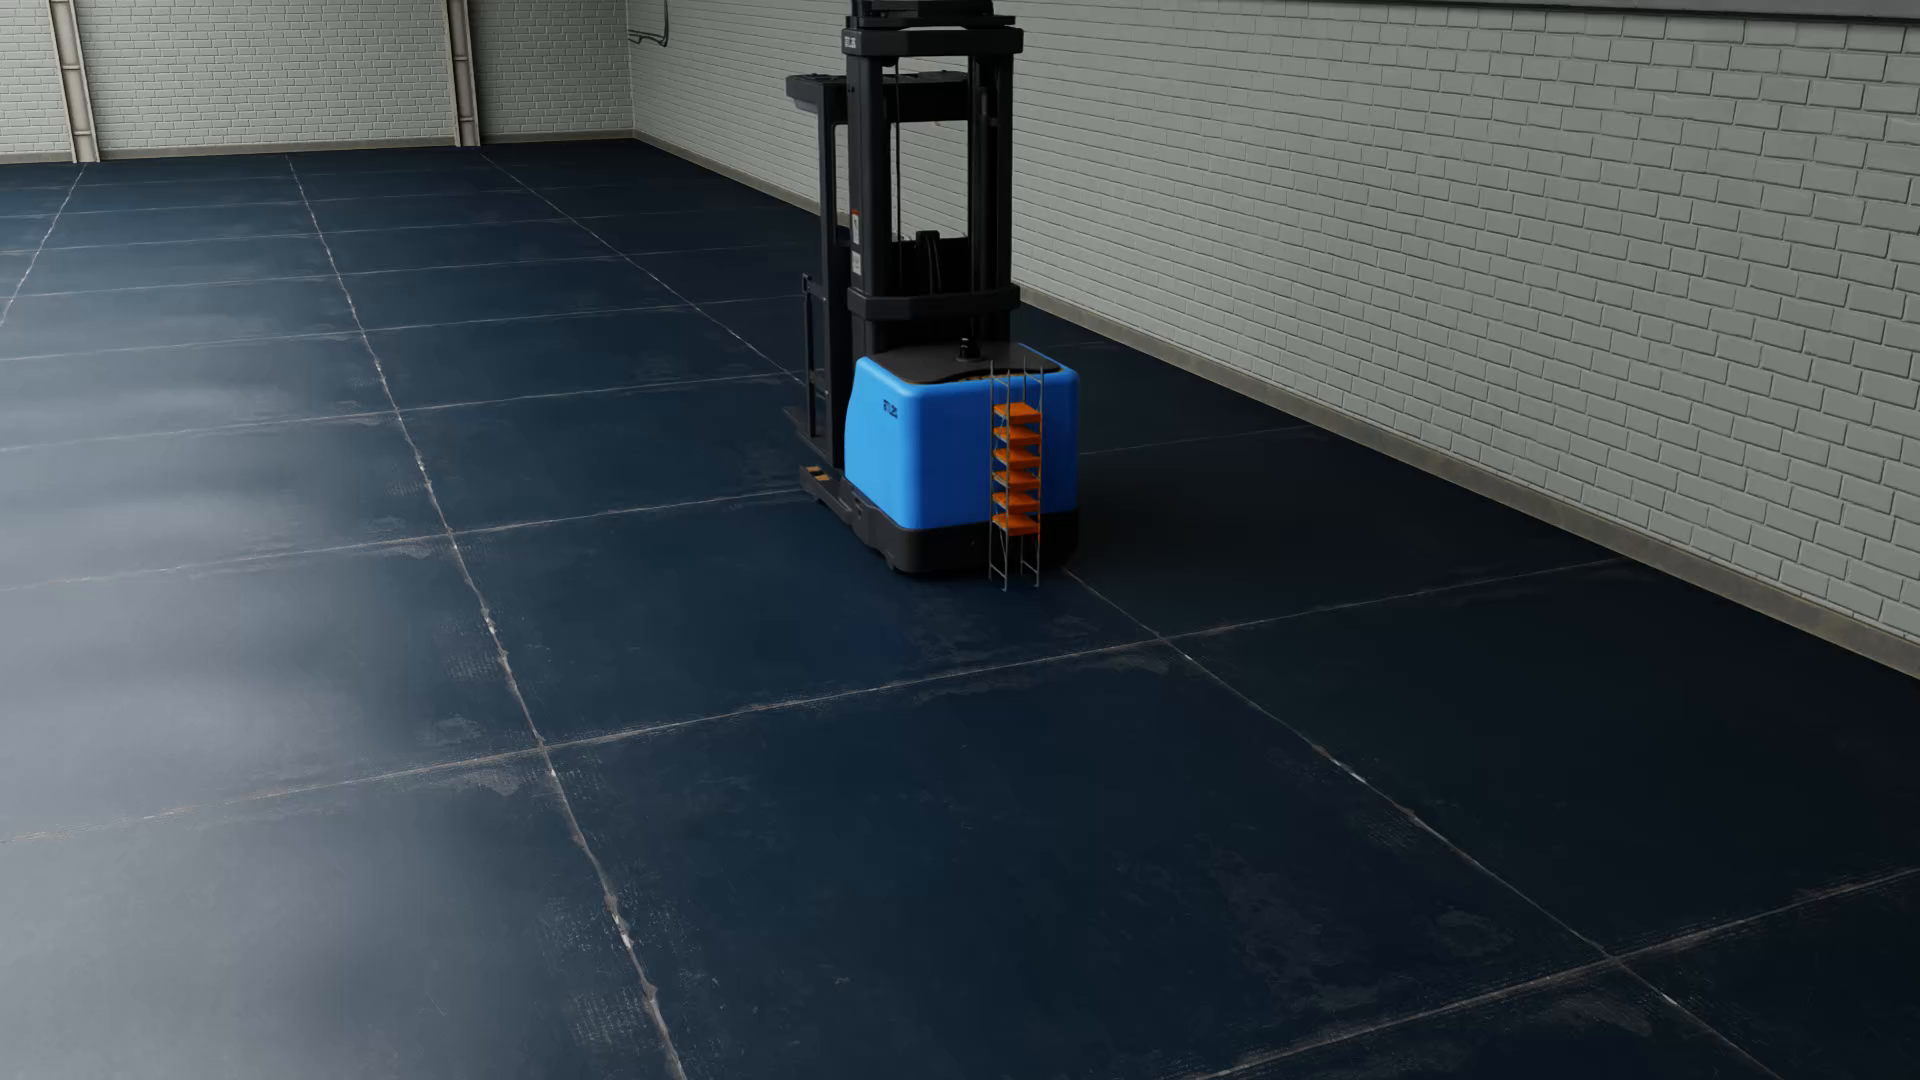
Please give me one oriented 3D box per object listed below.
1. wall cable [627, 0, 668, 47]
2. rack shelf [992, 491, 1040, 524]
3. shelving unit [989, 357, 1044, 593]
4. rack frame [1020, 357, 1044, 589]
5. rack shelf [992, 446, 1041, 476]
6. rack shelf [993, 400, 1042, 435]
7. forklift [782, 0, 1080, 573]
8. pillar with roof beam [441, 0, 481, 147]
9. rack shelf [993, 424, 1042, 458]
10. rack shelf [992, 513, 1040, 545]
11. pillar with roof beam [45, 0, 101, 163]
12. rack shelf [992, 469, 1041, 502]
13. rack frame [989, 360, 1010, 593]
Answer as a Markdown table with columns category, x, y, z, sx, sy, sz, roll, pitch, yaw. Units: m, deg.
| category | x | y | z | sx | sy | sz | roll | pitch | yaw |
| --- | --- | --- | --- | --- | --- | --- | --- | --- | --- |
| wall cable | -5.414 | -9.696 | 28.185 | 0.112 | 2.526 | 3.097 | -8 | 21 | -22 |
| rack shelf | 0.288 | -0.179 | 8.715 | 0.180 | 0.103 | 0.258 | -7 | 21 | -20 |
| shelving unit | 0.288 | -0.334 | 8.660 | 0.189 | 1.200 | 0.258 | -7 | 21 | -20 |
| rack frame | 0.374 | -0.345 | 8.691 | 0.006 | 1.200 | 0.240 | -7 | 21 | -20 |
| rack shelf | 0.289 | -0.405 | 8.634 | 0.180 | 0.103 | 0.258 | -7 | 21 | -20 |
| rack shelf | 0.289 | -0.630 | 8.553 | 0.180 | 0.103 | 0.258 | -7 | 21 | -20 |
| forklift | -0.355 | -1.659 | 9.821 | 1.130 | 2.935 | 3.031 | -7 | 21 | -20 |
| pillar with roof beam | -6.938 | -9.863 | 23.985 | 0.400 | 9.000 | 9.100 | -8 | 21 | -22 |
| rack shelf | 0.289 | -0.518 | 8.594 | 0.180 | 0.103 | 0.258 | -7 | 21 | -20 |
| rack shelf | 0.288 | -0.066 | 8.756 | 0.180 | 0.103 | 0.258 | -7 | 21 | -20 |
| pillar with roof beam | -12.447 | -9.074 | 21.744 | 0.400 | 9.000 | 9.100 | -8 | 21 | -22 |
| rack shelf | 0.288 | -0.292 | 8.675 | 0.180 | 0.103 | 0.258 | -7 | 21 | -20 |
| rack frame | 0.203 | -0.322 | 8.628 | 0.006 | 1.200 | 0.240 | -7 | 21 | -20 |
